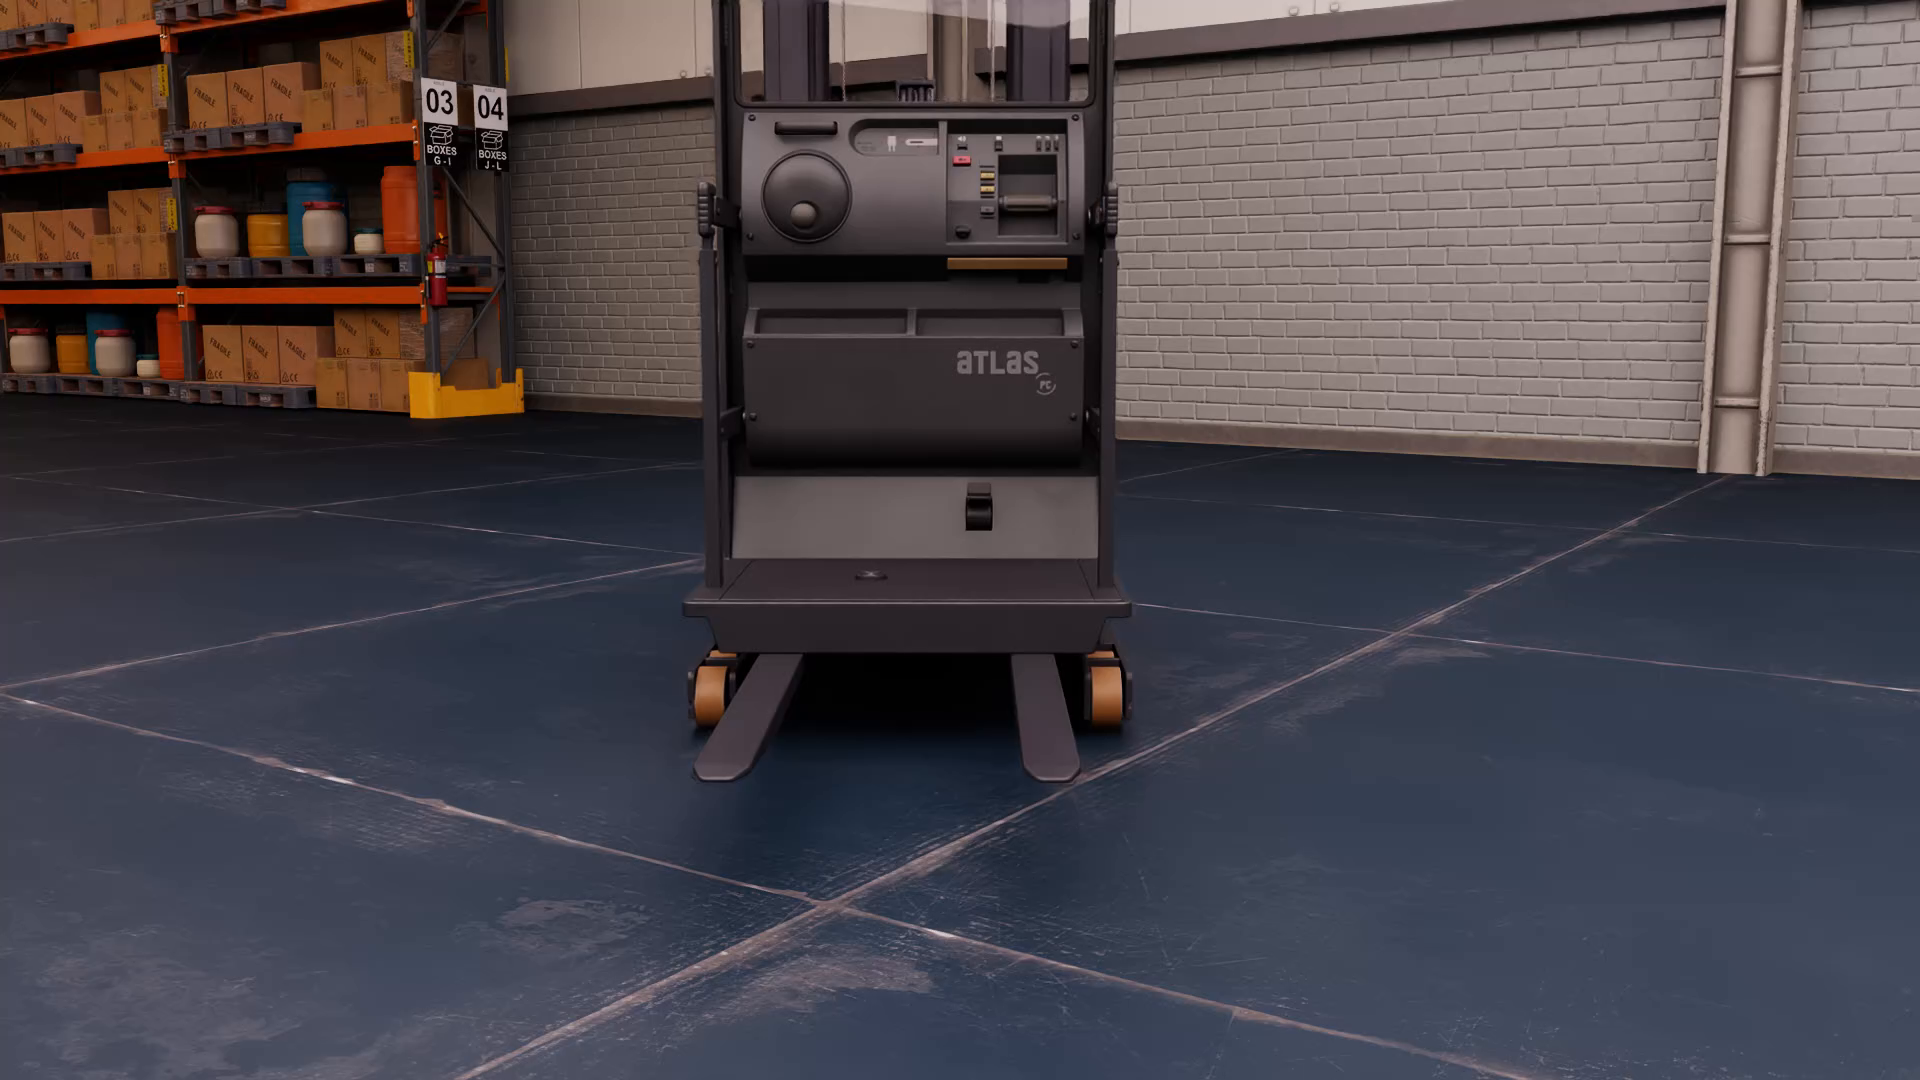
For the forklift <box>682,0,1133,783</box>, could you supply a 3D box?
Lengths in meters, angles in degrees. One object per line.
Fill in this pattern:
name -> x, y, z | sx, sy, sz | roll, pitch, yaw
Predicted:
forklift -> -0.126, -1.013, 4.315 | 1.130, 2.935, 3.031 | 0, 8, 0
